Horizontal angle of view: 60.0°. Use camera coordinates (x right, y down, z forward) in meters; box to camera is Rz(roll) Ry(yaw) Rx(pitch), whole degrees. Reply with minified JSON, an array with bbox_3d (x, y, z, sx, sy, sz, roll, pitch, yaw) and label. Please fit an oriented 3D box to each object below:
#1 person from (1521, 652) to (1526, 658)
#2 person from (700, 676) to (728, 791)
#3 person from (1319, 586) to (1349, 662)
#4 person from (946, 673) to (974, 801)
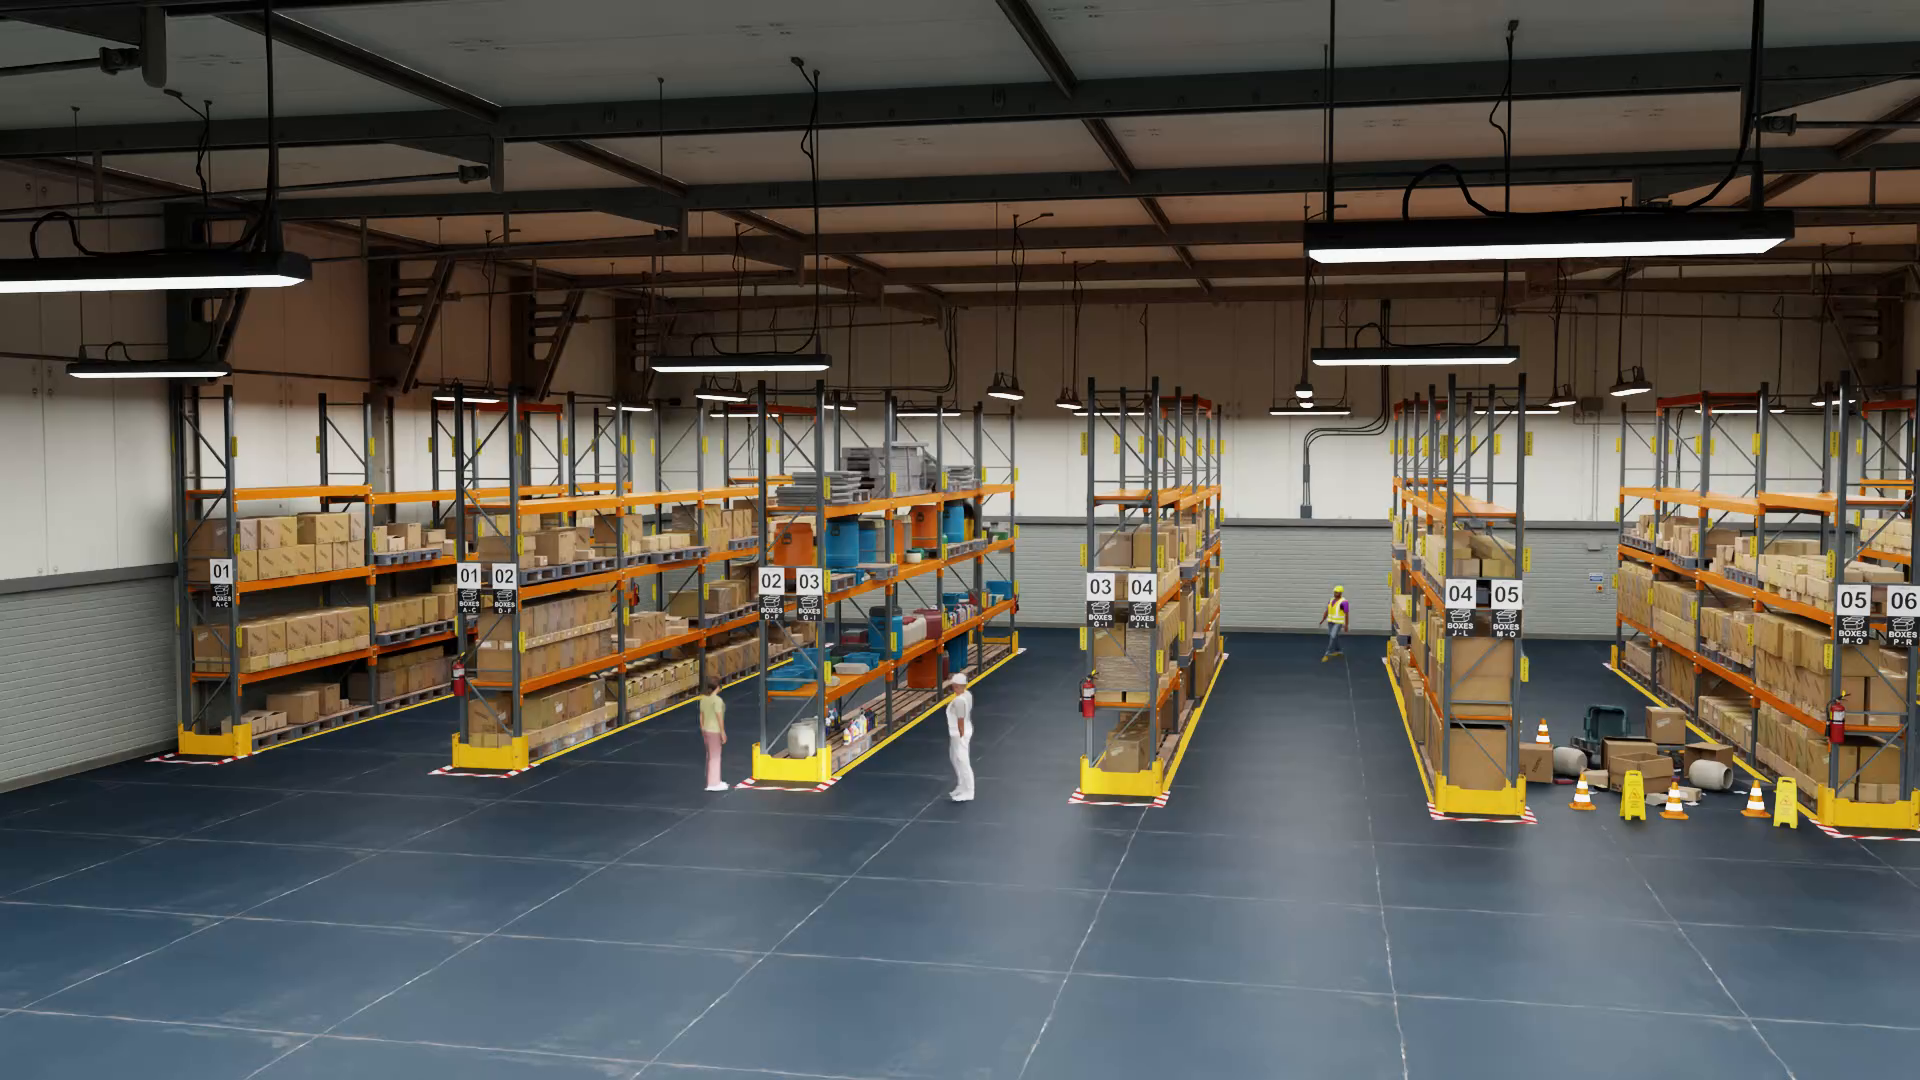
[{"bbox_3d":[12.564,2.026,38.345,1.035,1.613,0.521,2,4,38],"label":"person"},{"bbox_3d":[-3.550,2.817,24.270,0.419,1.674,0.509,-2,4,-29],"label":"person"},{"bbox_3d":[8.752,1.944,39.093,0.893,1.744,0.686,-2,4,-34],"label":"person"},{"bbox_3d":[0.005,2.779,23.634,0.388,1.810,0.724,0,3,1],"label":"person"}]
